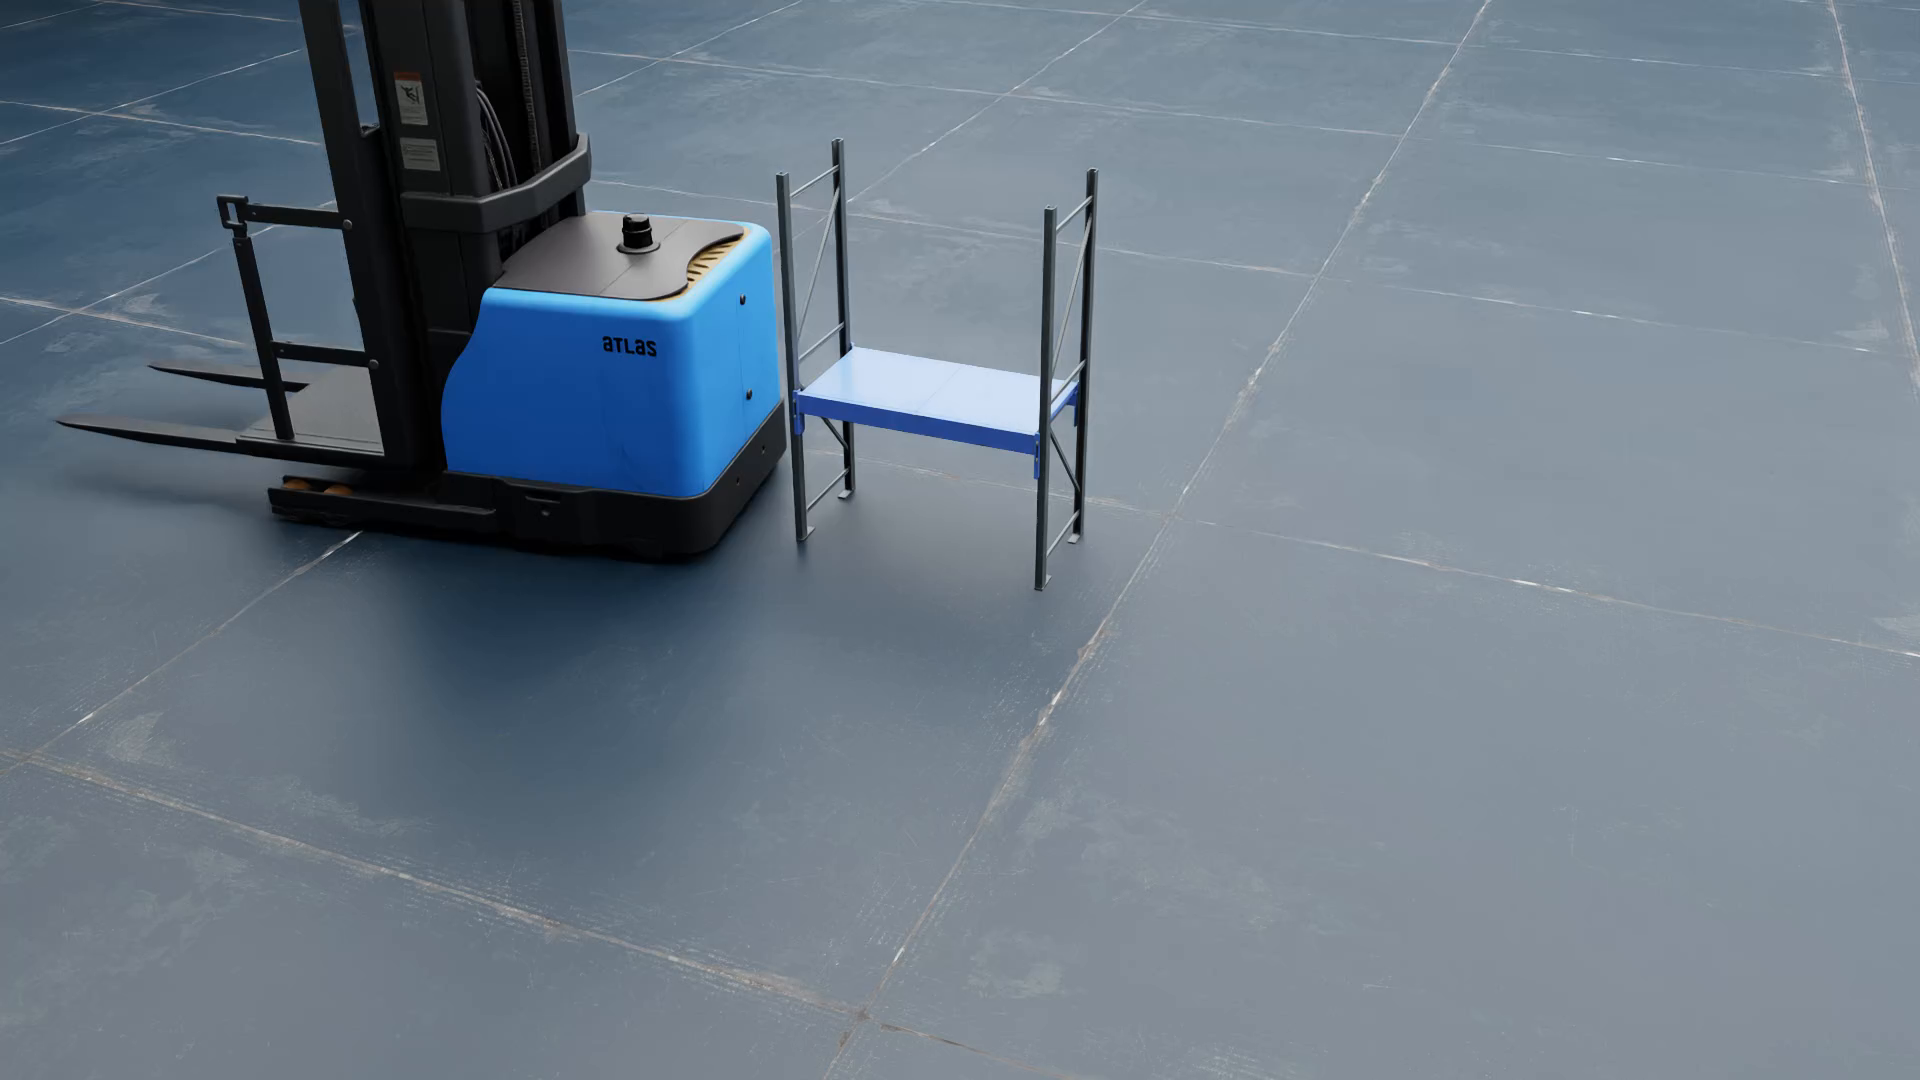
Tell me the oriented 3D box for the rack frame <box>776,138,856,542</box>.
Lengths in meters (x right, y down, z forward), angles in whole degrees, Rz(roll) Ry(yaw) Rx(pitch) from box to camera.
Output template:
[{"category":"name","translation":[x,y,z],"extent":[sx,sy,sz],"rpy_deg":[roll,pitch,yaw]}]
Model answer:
[{"category":"rack frame","translation":[-0.550,-0.763,6.500],"extent":[0.032,1.500,0.500],"rpy_deg":[11,31,19]}]

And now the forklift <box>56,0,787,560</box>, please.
[{"category":"forklift","translation":[-2.327,-1.575,6.483],"extent":[3.031,2.935,1.130],"rpy_deg":[7,30,12]}]

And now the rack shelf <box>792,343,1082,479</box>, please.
[{"category":"rack shelf","translation":[-0.079,-0.512,6.422],"extent":[1.000,0.185,0.538],"rpy_deg":[11,31,19]}]

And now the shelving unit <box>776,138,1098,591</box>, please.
[{"category":"shelving unit","translation":[-0.079,-0.669,6.334],"extent":[1.048,1.500,0.538],"rpy_deg":[11,31,19]}]

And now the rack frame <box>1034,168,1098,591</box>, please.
[{"category":"rack frame","translation":[0.392,-0.575,6.168],"extent":[0.032,1.500,0.500],"rpy_deg":[11,31,19]}]
